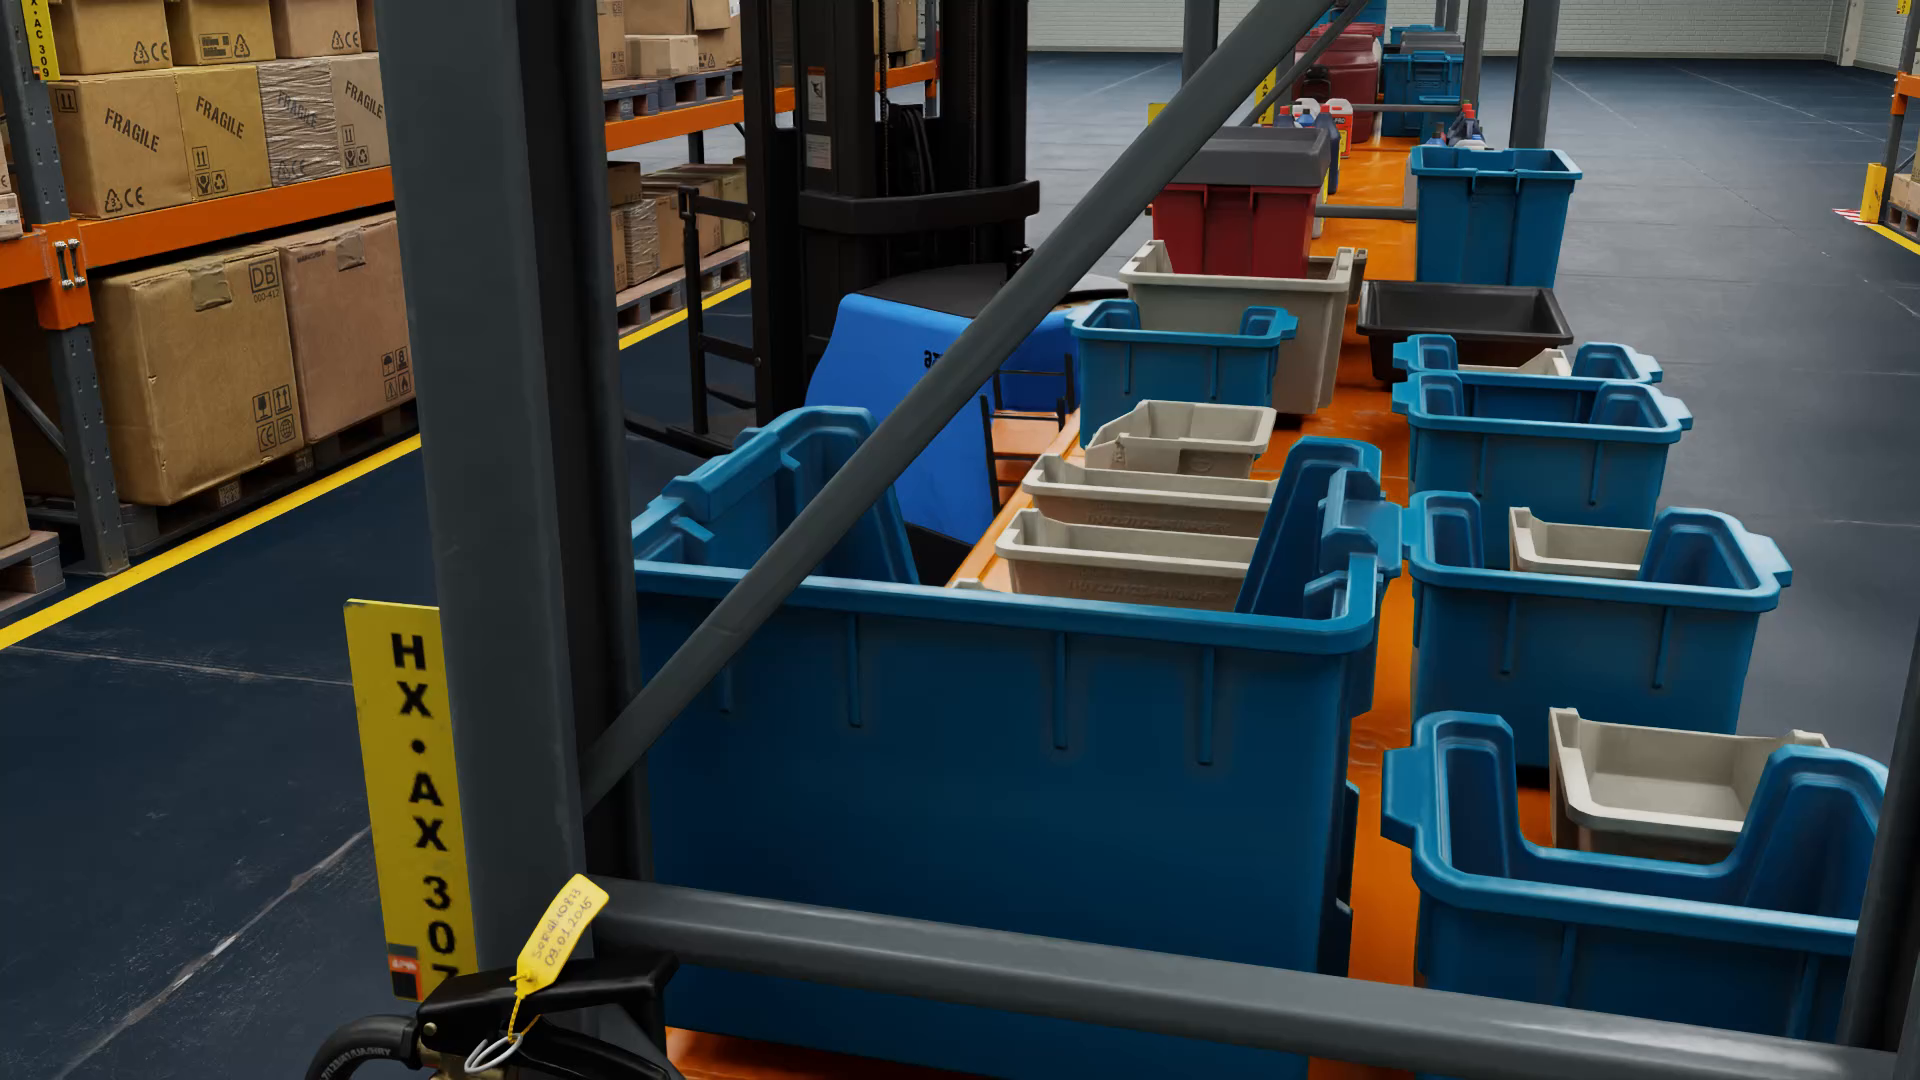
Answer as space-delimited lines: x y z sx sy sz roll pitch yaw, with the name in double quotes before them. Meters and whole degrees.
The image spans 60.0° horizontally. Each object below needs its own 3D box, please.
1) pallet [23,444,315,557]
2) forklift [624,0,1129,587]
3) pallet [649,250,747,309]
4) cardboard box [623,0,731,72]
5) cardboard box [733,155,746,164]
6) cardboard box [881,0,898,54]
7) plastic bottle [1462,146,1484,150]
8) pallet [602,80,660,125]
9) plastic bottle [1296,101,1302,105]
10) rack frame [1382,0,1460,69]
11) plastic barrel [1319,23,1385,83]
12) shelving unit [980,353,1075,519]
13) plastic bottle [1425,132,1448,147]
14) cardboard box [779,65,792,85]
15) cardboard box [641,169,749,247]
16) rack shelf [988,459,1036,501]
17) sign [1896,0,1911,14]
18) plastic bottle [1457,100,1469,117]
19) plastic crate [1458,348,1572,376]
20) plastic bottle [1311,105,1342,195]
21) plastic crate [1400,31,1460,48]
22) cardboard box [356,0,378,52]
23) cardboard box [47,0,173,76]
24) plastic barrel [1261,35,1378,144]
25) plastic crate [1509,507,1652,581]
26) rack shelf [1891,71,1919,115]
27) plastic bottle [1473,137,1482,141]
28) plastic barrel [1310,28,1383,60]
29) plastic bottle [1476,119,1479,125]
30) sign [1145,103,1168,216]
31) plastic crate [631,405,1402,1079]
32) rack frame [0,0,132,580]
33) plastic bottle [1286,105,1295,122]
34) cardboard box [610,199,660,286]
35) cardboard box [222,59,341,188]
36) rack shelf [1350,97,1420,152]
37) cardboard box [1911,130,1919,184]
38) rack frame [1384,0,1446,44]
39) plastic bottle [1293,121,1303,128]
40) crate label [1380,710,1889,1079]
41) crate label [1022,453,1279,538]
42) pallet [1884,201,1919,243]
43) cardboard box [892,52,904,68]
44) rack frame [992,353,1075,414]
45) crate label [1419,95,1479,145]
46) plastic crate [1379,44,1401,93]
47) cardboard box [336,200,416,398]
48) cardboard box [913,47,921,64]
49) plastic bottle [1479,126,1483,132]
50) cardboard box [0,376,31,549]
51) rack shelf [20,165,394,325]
"pallet" -3.557 -0.258 7.116 1.003 0.211 1.213 5 19 13
"forklift" -0.522 -1.528 6.626 1.130 2.935 3.031 -16 25 -39
"pallet" -2.203 -1.890 11.894 1.003 0.211 1.213 5 19 13
"cardboard box" -2.052 -3.534 11.584 0.797 0.503 0.637 7 20 19
"cardboard box" -1.581 -2.975 13.975 0.500 0.500 0.500 4 19 12
"cardboard box" -1.071 -4.789 15.453 0.875 0.500 0.500 5 19 13
"plastic bottle" 1.839 -1.285 6.001 0.152 0.276 0.135 5 19 13
"pallet" -2.624 -2.724 10.320 1.213 0.211 1.003 5 19 13
"plastic bottle" 1.634 -1.987 8.063 0.097 0.271 0.097 0 19 0
"rack frame" 3.085 -3.446 12.136 1.000 3.000 0.127 5 19 13
"plastic barrel" 2.639 -3.228 11.286 0.433 0.535 0.433 0 19 0
"shelving unit" 0.247 -0.087 5.198 0.258 1.200 0.189 4 51 10
"plastic bottle" 1.858 -1.462 6.526 0.097 0.271 0.097 0 19 0
"cardboard box" -1.374 -3.762 13.449 0.380 0.149 0.250 5 19 13
"cardboard box" -2.024 -2.524 12.622 0.700 0.500 0.500 5 19 13
"rack shelf" 0.228 -0.213 5.049 0.258 0.103 0.180 4 51 10
"sign" 8.328 -4.800 14.639 0.100 0.325 0.005 5 19 13
"plastic bottle" 2.423 -1.976 8.014 0.061 0.283 0.133 5 19 13
"plastic crate" 0.996 -0.273 3.160 0.293 0.136 0.466 5 19 13
"plastic bottle" 1.487 -1.604 6.821 0.144 0.351 0.185 5 19 13
"plastic crate" 3.263 -3.300 11.610 0.402 0.464 0.583 5 19 13
"cardboard box" -3.051 -2.673 8.167 0.797 0.503 0.637 5 20 15
"cardboard box" -3.524 -2.052 6.349 0.797 0.503 0.637 4 19 12
"plastic barrel" 1.927 -2.426 8.939 0.600 0.536 0.708 5 19 13
"plastic crate" 0.857 0.054 2.205 0.250 0.136 0.298 5 19 13
"rack shelf" 8.376 -3.340 12.938 1.077 0.370 4.000 5 19 13
"plastic bottle" 1.951 -1.390 6.314 0.097 0.271 0.097 0 19 0
"plastic barrel" 2.354 -2.862 10.216 0.433 0.535 0.433 0 19 0
"plastic bottle" 2.143 -1.618 6.965 0.061 0.283 0.133 5 19 13
"sign" 0.597 -1.113 4.879 0.100 0.325 0.005 5 19 13
"plastic crate" 0.054 0.150 1.459 0.616 0.435 0.499 5 19 13
"rack frame" -3.672 -1.330 5.940 1.000 3.000 0.127 5 19 13
"plastic bottle" 1.499 -1.843 7.625 0.061 0.283 0.133 5 19 13
"cardboard box" -2.428 -1.995 11.075 0.700 0.500 0.500 3 19 9
"cardboard box" -3.073 -1.816 7.208 0.500 0.500 0.500 4 19 12
"rack shelf" 2.596 -2.479 10.417 1.077 0.370 4.000 5 19 13
"cardboard box" 8.398 -3.252 14.013 0.500 0.500 0.500 5 19 13
"rack frame" 4.062 -4.700 15.806 1.000 3.000 0.127 5 19 13
"plastic bottle" 1.350 -1.589 6.890 0.152 0.276 0.135 5 19 13
"crate label" 0.533 0.315 1.292 0.416 0.233 0.303 5 19 13
"crate label" 0.306 -0.037 2.471 0.396 0.136 0.243 5 19 13
"pallet" 8.718 -2.745 14.397 1.003 0.211 1.213 5 19 13
"cardboard box" -0.759 -4.628 15.986 0.380 0.149 0.250 5 19 13
"rack frame" 0.261 -0.157 5.255 0.240 1.200 0.006 4 51 10
"crate label" 2.574 -2.215 8.792 0.303 0.233 0.416 5 19 13
"plastic crate" 3.336 -3.571 12.597 0.767 0.338 0.504 5 19 13
"cardboard box" -3.109 -1.283 8.441 1.225 0.875 0.875 5 19 14
"cardboard box" -0.610 -4.866 16.683 0.380 0.149 0.250 5 19 13
"plastic bottle" 2.066 -1.519 6.673 0.061 0.283 0.133 5 19 13
"cardboard box" -3.911 -0.322 5.628 0.875 0.875 0.875 5 19 13
"rack shelf" -3.184 -1.616 7.891 1.077 0.370 4.000 5 19 13
